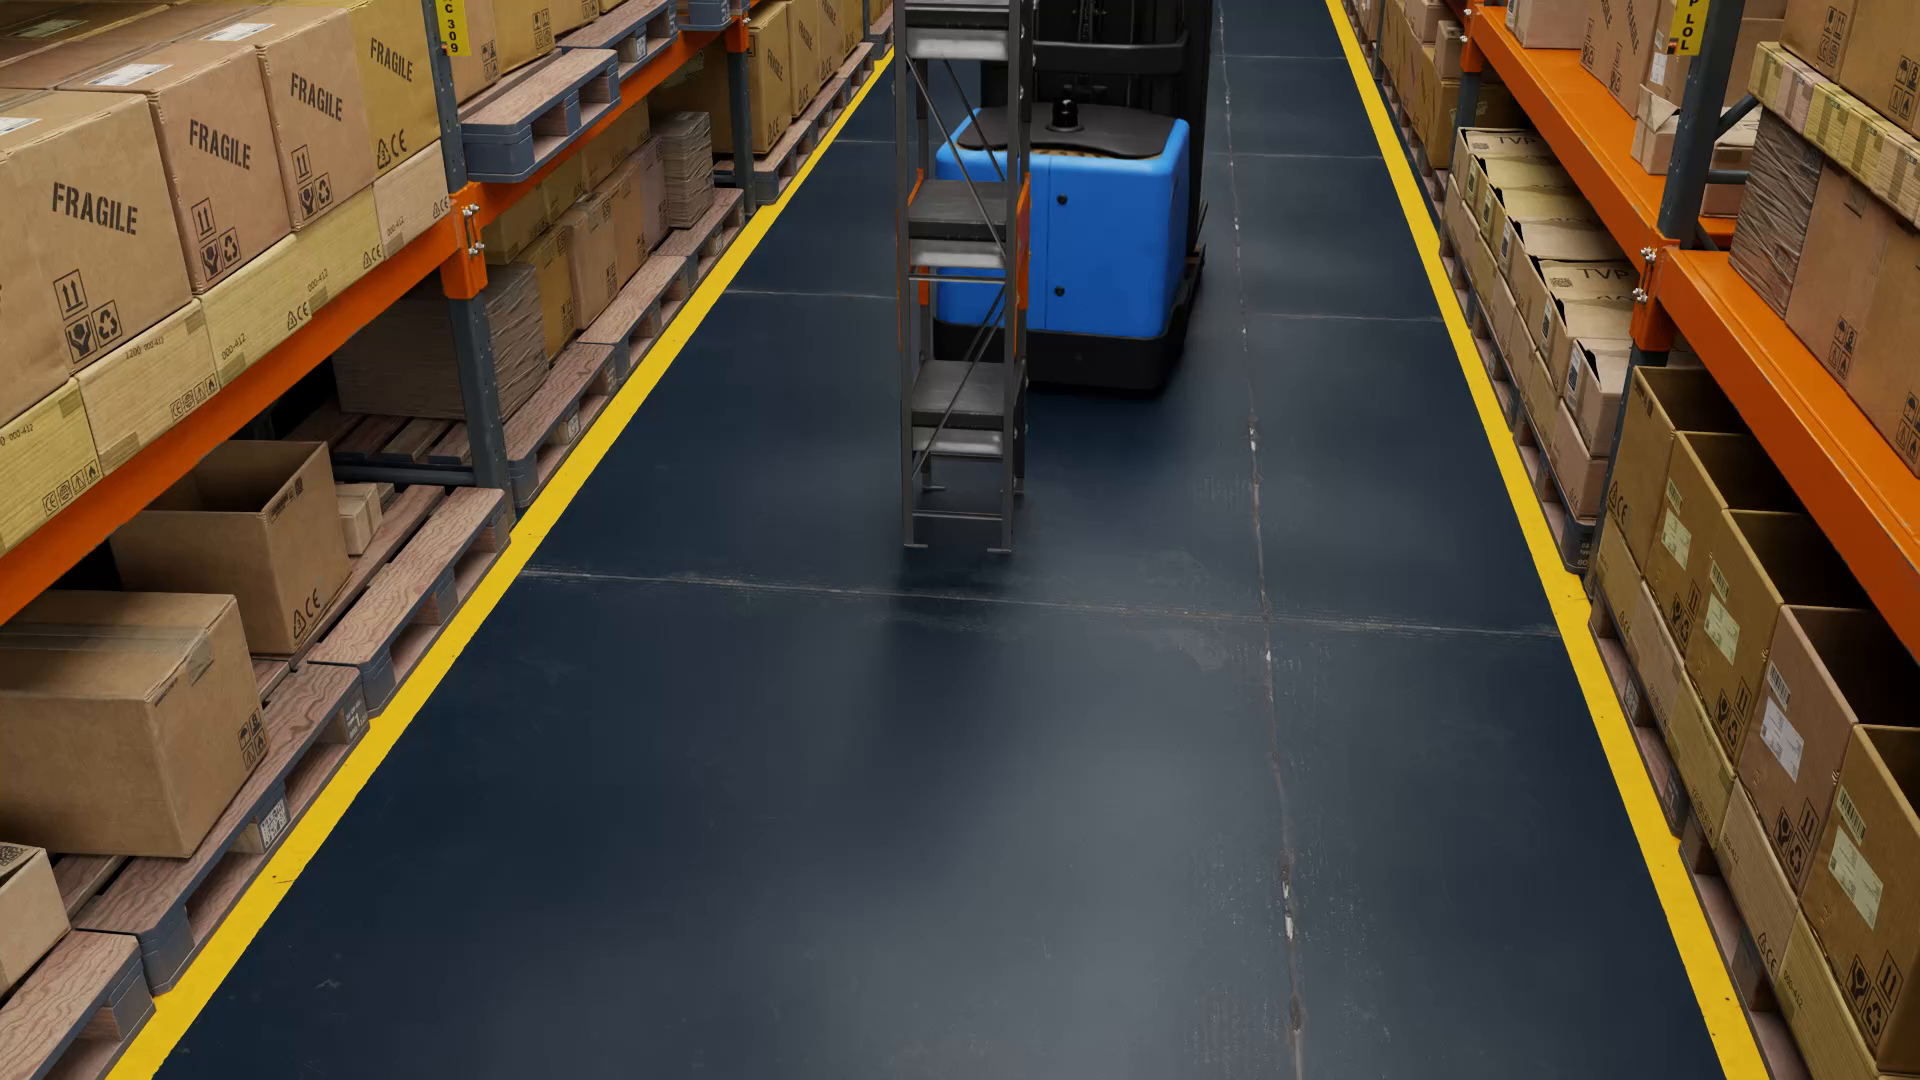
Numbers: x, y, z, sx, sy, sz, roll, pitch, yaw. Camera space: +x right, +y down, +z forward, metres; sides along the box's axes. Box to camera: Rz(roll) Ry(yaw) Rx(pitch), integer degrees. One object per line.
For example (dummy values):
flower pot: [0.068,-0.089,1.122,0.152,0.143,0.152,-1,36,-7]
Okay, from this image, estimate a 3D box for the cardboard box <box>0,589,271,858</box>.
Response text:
cardboard box: [-2.308,0.472,4.383,0.700,0.500,0.500,2,28,3]

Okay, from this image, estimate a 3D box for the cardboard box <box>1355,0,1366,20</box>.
cardboard box: [3.576,-4.514,13.837,0.500,0.311,0.500,3,28,6]

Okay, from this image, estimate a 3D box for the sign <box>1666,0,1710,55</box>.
sign: [2.176,-1.602,4.924,0.100,0.325,0.005,3,28,6]

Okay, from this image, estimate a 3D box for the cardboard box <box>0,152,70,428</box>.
cardboard box: [-2.194,-0.459,3.285,0.500,0.500,0.500,2,28,5]

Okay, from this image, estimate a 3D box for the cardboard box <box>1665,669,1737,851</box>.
cardboard box: [2.225,0.596,4.437,0.500,0.250,0.500,3,28,6]

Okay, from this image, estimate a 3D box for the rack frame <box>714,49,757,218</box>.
rack frame: [-1.711,-3.269,9.156,1.000,3.000,0.127,3,28,6]

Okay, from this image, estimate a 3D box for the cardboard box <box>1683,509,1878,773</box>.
cardboard box: [2.226,0.266,4.259,0.500,0.500,0.500,3,28,6]

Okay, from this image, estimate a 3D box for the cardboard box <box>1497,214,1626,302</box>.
cardboard box: [2.667,-1.245,7.264,0.500,0.311,0.500,3,28,6]

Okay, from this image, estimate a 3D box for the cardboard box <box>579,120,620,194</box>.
cardboard box: [-1.938,-1.844,7.891,0.500,0.250,0.500,3,28,6]

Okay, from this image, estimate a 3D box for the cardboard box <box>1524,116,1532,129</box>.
cardboard box: [3.604,-2.521,9.938,0.500,0.500,0.500,2,28,4]

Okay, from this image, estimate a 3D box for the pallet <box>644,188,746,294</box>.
pallet: [-1.808,-1.674,9.135,1.003,0.211,1.213,3,28,6]

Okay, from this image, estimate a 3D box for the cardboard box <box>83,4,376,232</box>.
cardboard box: [-2.008,-1.184,4.631,0.500,0.500,0.500,3,28,6]

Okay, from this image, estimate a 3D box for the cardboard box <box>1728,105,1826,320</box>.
cardboard box: [2.668,-0.935,4.718,0.700,0.500,0.500,3,28,5]

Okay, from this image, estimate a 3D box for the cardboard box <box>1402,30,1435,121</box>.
cardboard box: [3.209,-3.021,10.867,0.500,0.500,0.500,2,28,4]

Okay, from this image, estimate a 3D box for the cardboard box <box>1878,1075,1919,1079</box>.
cardboard box: [2.047,1.302,3.126,0.500,0.250,0.500,3,28,6]

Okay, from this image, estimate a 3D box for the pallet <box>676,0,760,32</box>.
pallet: [-1.693,-2.843,8.567,1.213,0.211,1.003,3,28,6]

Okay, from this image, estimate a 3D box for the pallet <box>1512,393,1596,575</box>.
pallet: [2.767,-0.222,6.439,1.003,0.211,1.213,3,28,6]

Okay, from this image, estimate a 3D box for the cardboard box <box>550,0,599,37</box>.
cardboard box: [-1.980,-2.436,7.040,0.700,0.500,0.500,7,29,13]

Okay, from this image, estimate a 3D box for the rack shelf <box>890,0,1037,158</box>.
rack shelf: [0.020,-1.607,5.571,0.431,0.518,0.480,3,28,6]

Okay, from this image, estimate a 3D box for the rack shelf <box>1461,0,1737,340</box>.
rack shelf: [2.961,-1.725,7.048,1.077,0.370,4.000,3,28,6]

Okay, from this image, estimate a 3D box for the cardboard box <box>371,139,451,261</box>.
cardboard box: [-1.958,-1.089,5.245,0.500,0.250,0.500,3,29,6]

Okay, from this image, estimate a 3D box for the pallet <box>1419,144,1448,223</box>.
pallet: [3.335,-2.105,9.934,1.003,0.211,1.213,3,28,6]

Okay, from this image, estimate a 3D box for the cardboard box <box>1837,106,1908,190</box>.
cardboard box: [2.399,-0.951,4.064,0.380,0.149,0.250,3,28,6]

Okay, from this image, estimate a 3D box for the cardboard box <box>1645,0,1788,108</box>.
cardboard box: [2.891,-1.753,6.236,0.500,0.500,0.500,5,29,10]

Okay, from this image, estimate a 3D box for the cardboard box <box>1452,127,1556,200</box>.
cardboard box: [2.850,-1.975,8.618,0.500,0.311,0.500,4,29,8]

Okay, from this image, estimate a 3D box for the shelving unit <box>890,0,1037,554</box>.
shelving unit: [0.020,-1.002,5.897,0.431,2.100,0.503,3,28,6]

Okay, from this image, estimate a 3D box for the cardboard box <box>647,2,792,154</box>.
cardboard box: [-1.491,-2.846,10.194,0.750,0.750,0.750,3,28,6]

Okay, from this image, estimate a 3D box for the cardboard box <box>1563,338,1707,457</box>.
cardboard box: [2.481,-0.529,5.934,0.500,0.311,0.500,3,28,6]

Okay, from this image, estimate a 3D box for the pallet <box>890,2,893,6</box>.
pallet: [-0.903,-4.854,15.037,1.003,0.211,1.213,3,28,6]

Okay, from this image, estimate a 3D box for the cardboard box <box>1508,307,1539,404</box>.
cardboard box: [2.605,-0.766,6.965,0.500,0.250,0.500,4,29,7]

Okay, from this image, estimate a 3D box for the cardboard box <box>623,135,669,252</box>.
cardboard box: [-1.926,-1.785,8.572,0.700,0.500,0.500,3,28,6]

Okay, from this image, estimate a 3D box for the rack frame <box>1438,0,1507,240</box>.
rack frame: [3.206,-2.983,8.625,1.000,3.000,0.127,3,28,6]

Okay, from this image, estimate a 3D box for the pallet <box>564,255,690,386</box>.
pallet: [-1.960,-1.101,8.072,1.003,0.211,1.213,3,28,6]

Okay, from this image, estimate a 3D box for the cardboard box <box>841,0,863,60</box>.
cardboard box: [-1.171,-4.077,12.479,0.750,0.750,0.750,4,29,7]

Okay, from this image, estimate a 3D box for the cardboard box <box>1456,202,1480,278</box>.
cardboard box: [2.789,-1.491,8.312,0.500,0.250,0.500,3,28,5]

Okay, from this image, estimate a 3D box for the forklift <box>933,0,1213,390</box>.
forklift: [0.694,-2.633,8.046,1.130,2.935,3.031,6,29,11]

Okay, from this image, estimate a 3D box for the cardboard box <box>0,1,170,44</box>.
cardboard box: [-2.533,-1.207,4.674,0.500,0.500,0.500,3,28,6]

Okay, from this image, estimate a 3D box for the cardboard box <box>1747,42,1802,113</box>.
cardboard box: [2.491,-1.315,4.738,0.380,0.149,0.250,3,28,6]

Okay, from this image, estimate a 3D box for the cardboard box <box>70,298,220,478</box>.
cardboard box: [-2.134,-0.380,3.930,0.500,0.250,0.500,4,29,7]

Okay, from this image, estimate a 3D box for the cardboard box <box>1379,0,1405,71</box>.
cardboard box: [3.395,-3.746,12.212,0.500,0.500,0.500,2,28,4]

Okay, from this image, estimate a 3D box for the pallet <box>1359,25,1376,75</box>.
pallet: [3.781,-3.962,13.381,1.003,0.211,1.213,3,28,6]

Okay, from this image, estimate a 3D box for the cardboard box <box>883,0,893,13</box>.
cardboard box: [-0.963,-4.819,14.225,0.700,0.500,0.500,3,28,6]

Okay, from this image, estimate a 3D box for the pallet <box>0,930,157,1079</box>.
pallet: [-2.547,1.308,3.600,1.003,0.211,1.213,3,28,6]

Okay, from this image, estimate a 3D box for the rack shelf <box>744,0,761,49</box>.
rack shelf: [-1.466,-3.894,11.074,1.077,0.370,4.000,3,28,6]

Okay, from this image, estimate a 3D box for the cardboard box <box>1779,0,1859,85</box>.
cardboard box: [2.668,-1.506,4.410,0.700,0.500,0.500,3,29,6]

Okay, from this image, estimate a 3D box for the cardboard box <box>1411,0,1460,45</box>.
cardboard box: [3.211,-3.369,10.722,0.500,0.250,0.500,3,28,5]

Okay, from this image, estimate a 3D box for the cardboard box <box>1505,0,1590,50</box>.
cardboard box: [2.904,-2.534,7.885,0.500,0.311,0.500,3,28,6]

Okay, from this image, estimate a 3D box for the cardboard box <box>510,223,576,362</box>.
cardboard box: [-2.114,-1.073,7.251,0.700,0.500,0.500,3,28,5]
